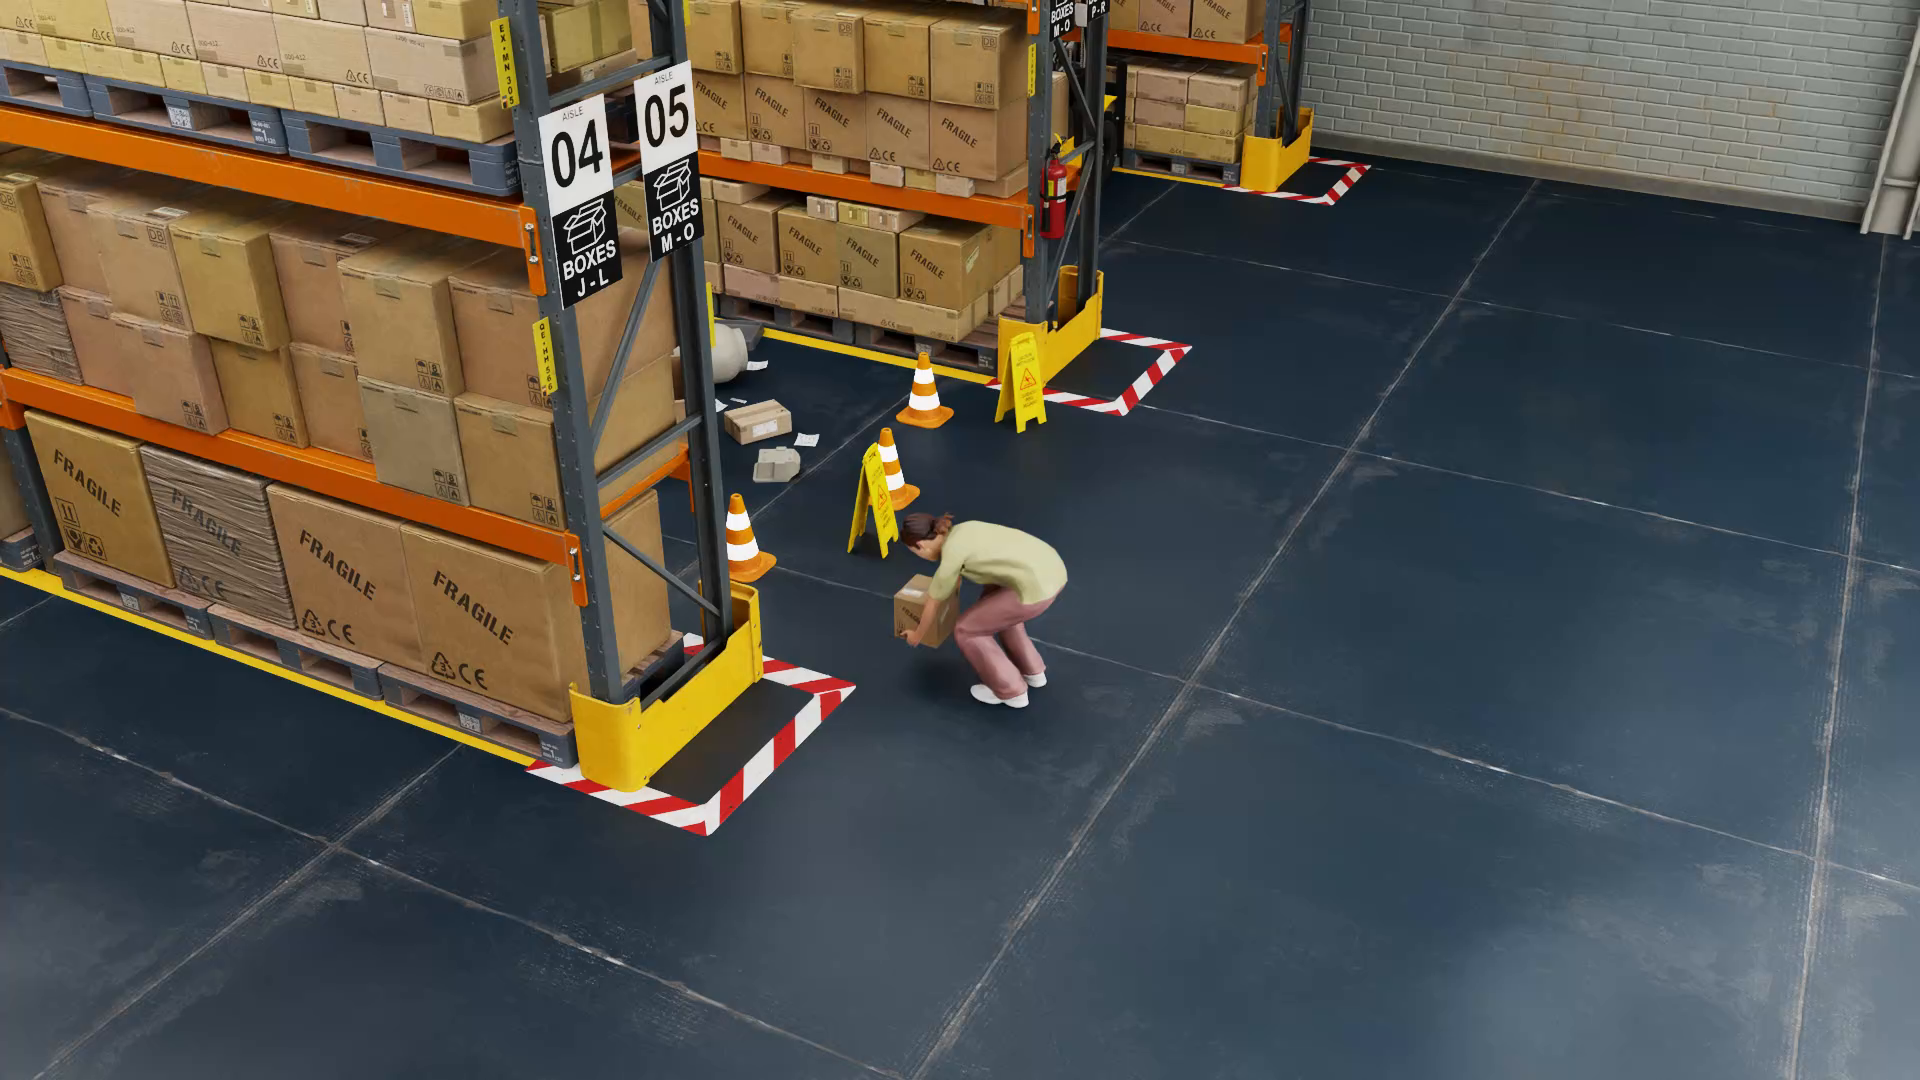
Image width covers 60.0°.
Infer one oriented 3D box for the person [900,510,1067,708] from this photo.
[{"bbox_3d":[0.106,0.321,8.441,0.867,0.965,0.475,13,33,21],"label":"person"}]
